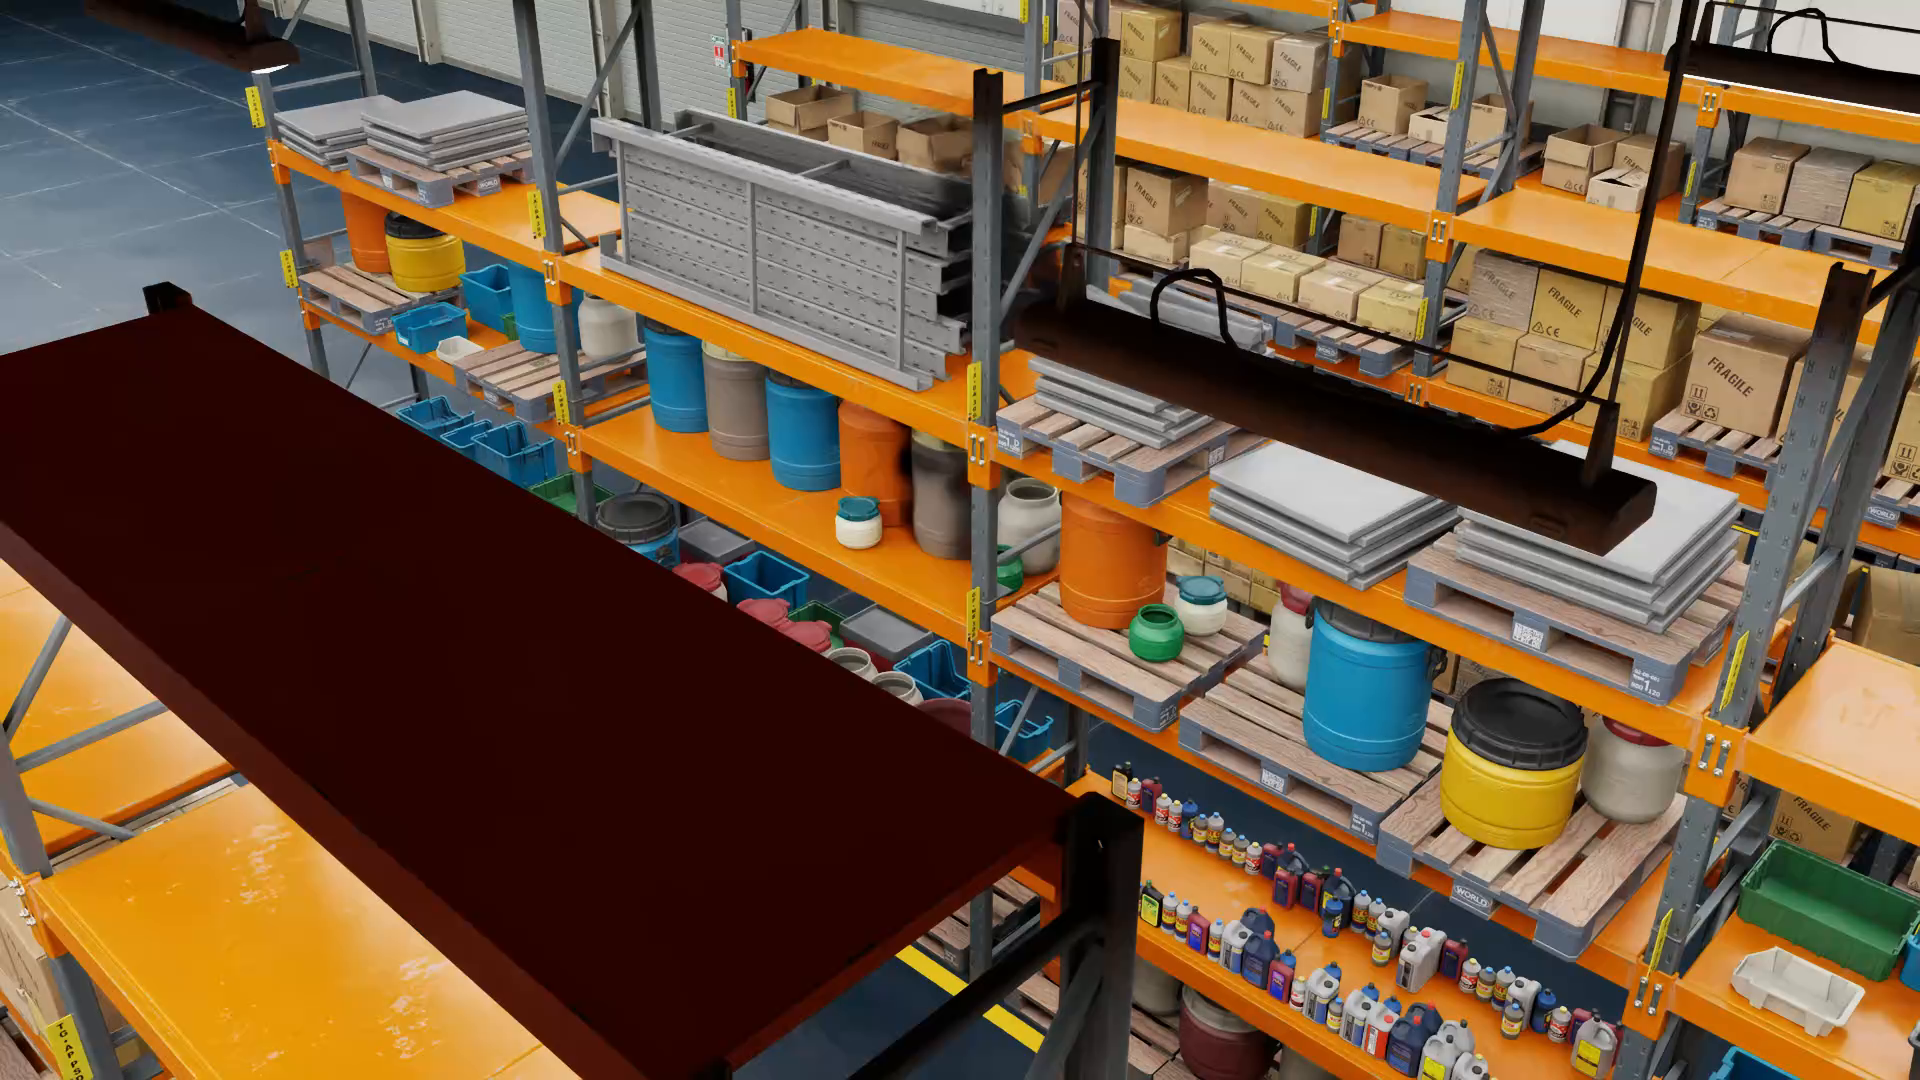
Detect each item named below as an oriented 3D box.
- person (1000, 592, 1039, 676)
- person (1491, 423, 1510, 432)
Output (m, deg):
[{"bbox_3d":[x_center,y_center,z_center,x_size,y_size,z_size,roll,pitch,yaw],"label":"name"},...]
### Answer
[{"bbox_3d":[0.503,0.439,13.780,0.778,1.734,0.576,14,32,23],"label":"person"},{"bbox_3d":[4.884,-0.431,15.368,0.581,1.694,0.765,-23,37,-35],"label":"person"}]
